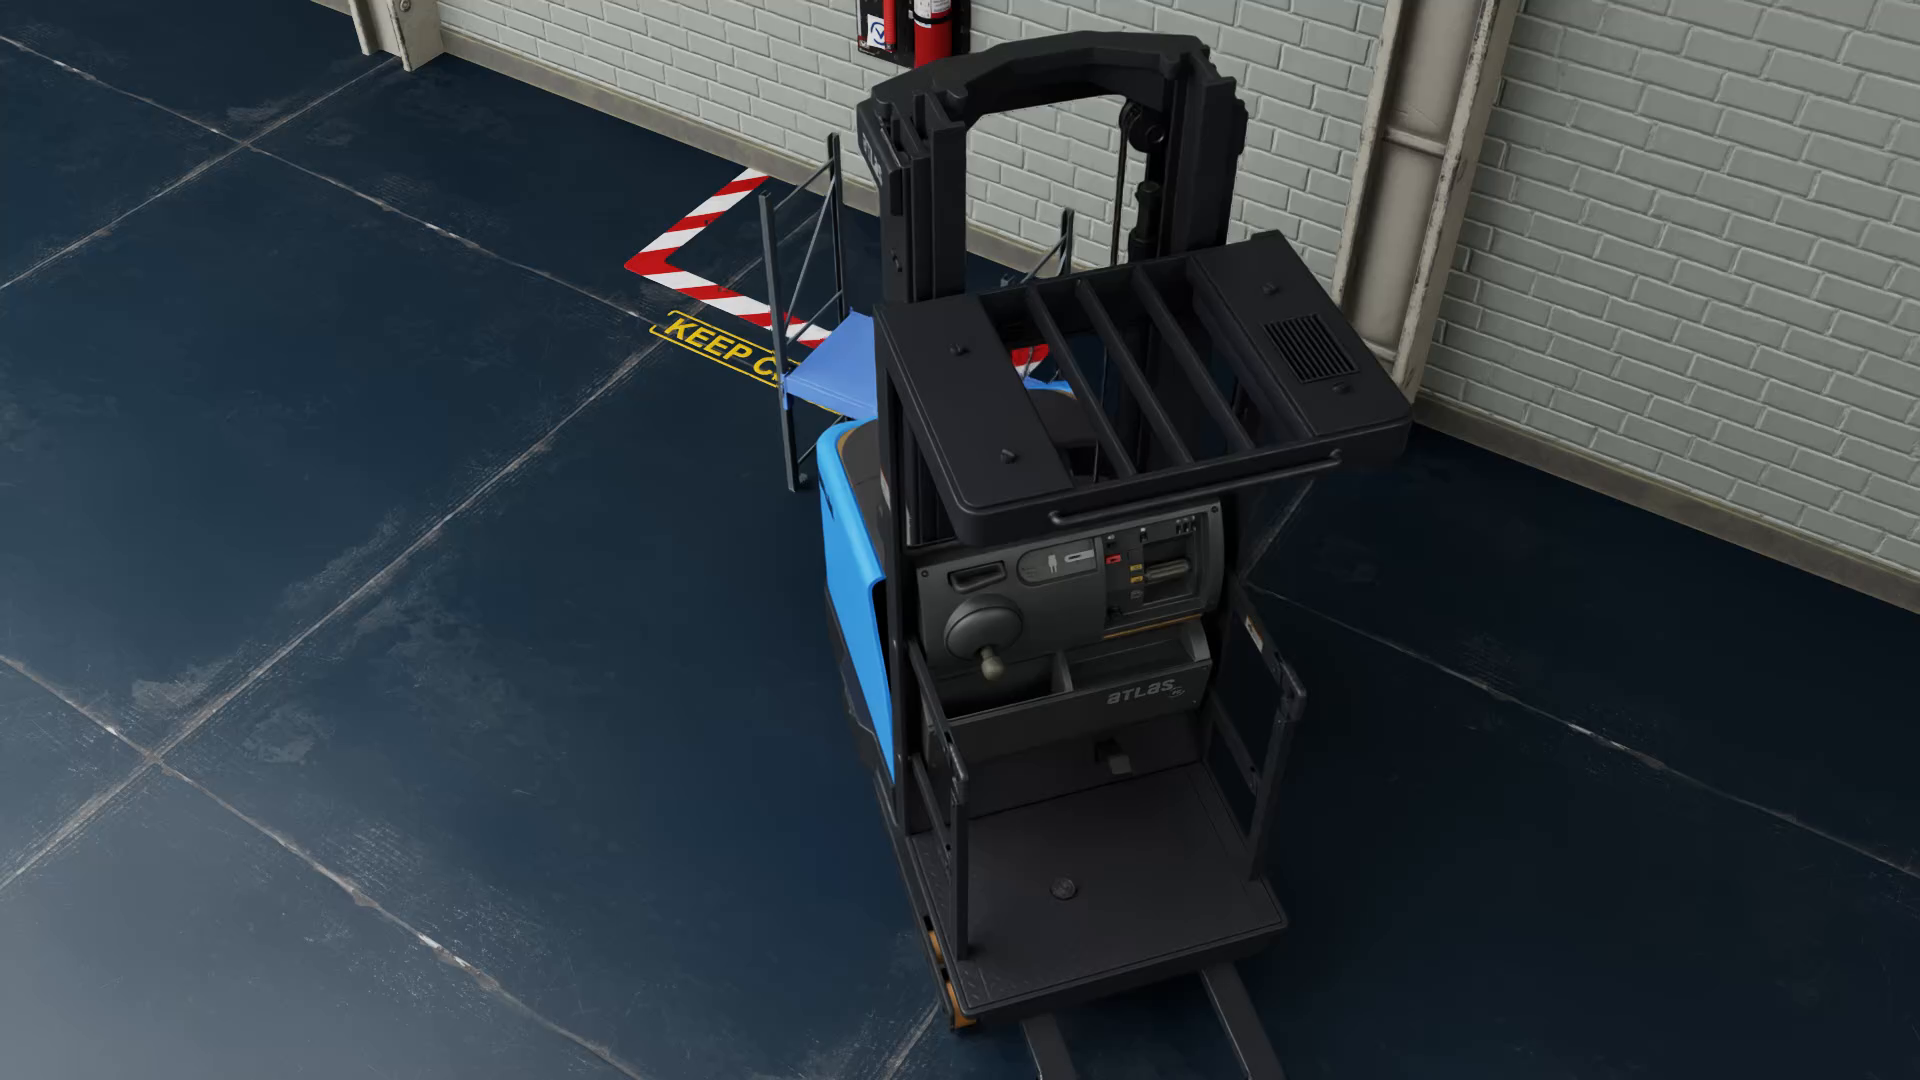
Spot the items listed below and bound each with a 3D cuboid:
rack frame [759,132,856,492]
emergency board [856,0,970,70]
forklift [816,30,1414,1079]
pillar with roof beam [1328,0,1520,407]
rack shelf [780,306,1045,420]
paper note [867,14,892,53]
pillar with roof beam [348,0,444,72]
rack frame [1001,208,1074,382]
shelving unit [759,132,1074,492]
[{"bbox_3d":[-0.603,-0.891,6.792,0.032,1.500,0.500,22,50,20],"label":"rack frame"},{"bbox_3d":[-0.265,-2.574,7.382,0.643,1.169,0.194,25,51,22],"label":"emergency board"},{"bbox_3d":[0.394,0.238,4.697,1.130,2.935,3.031,-12,47,-12],"label":"forklift"},{"bbox_3d":[-0.529,-1.086,1.753,0.400,9.000,9.100,25,51,22],"label":"pillar with roof beam"},{"bbox_3d":[-0.163,-0.584,6.744,1.000,0.185,0.538,22,50,20],"label":"rack shelf"},{"bbox_3d":[-0.376,-2.377,7.805,0.142,0.148,0.016,25,51,22],"label":"paper note"},{"bbox_3d":[-5.580,-3.409,4.010,0.400,9.000,9.100,25,51,22],"label":"pillar with roof beam"},{"bbox_3d":[0.278,-0.527,6.438,0.032,1.500,0.500,22,50,20],"label":"rack frame"},{"bbox_3d":[-0.162,-0.709,6.615,1.048,1.500,0.538,22,50,20],"label":"shelving unit"}]
